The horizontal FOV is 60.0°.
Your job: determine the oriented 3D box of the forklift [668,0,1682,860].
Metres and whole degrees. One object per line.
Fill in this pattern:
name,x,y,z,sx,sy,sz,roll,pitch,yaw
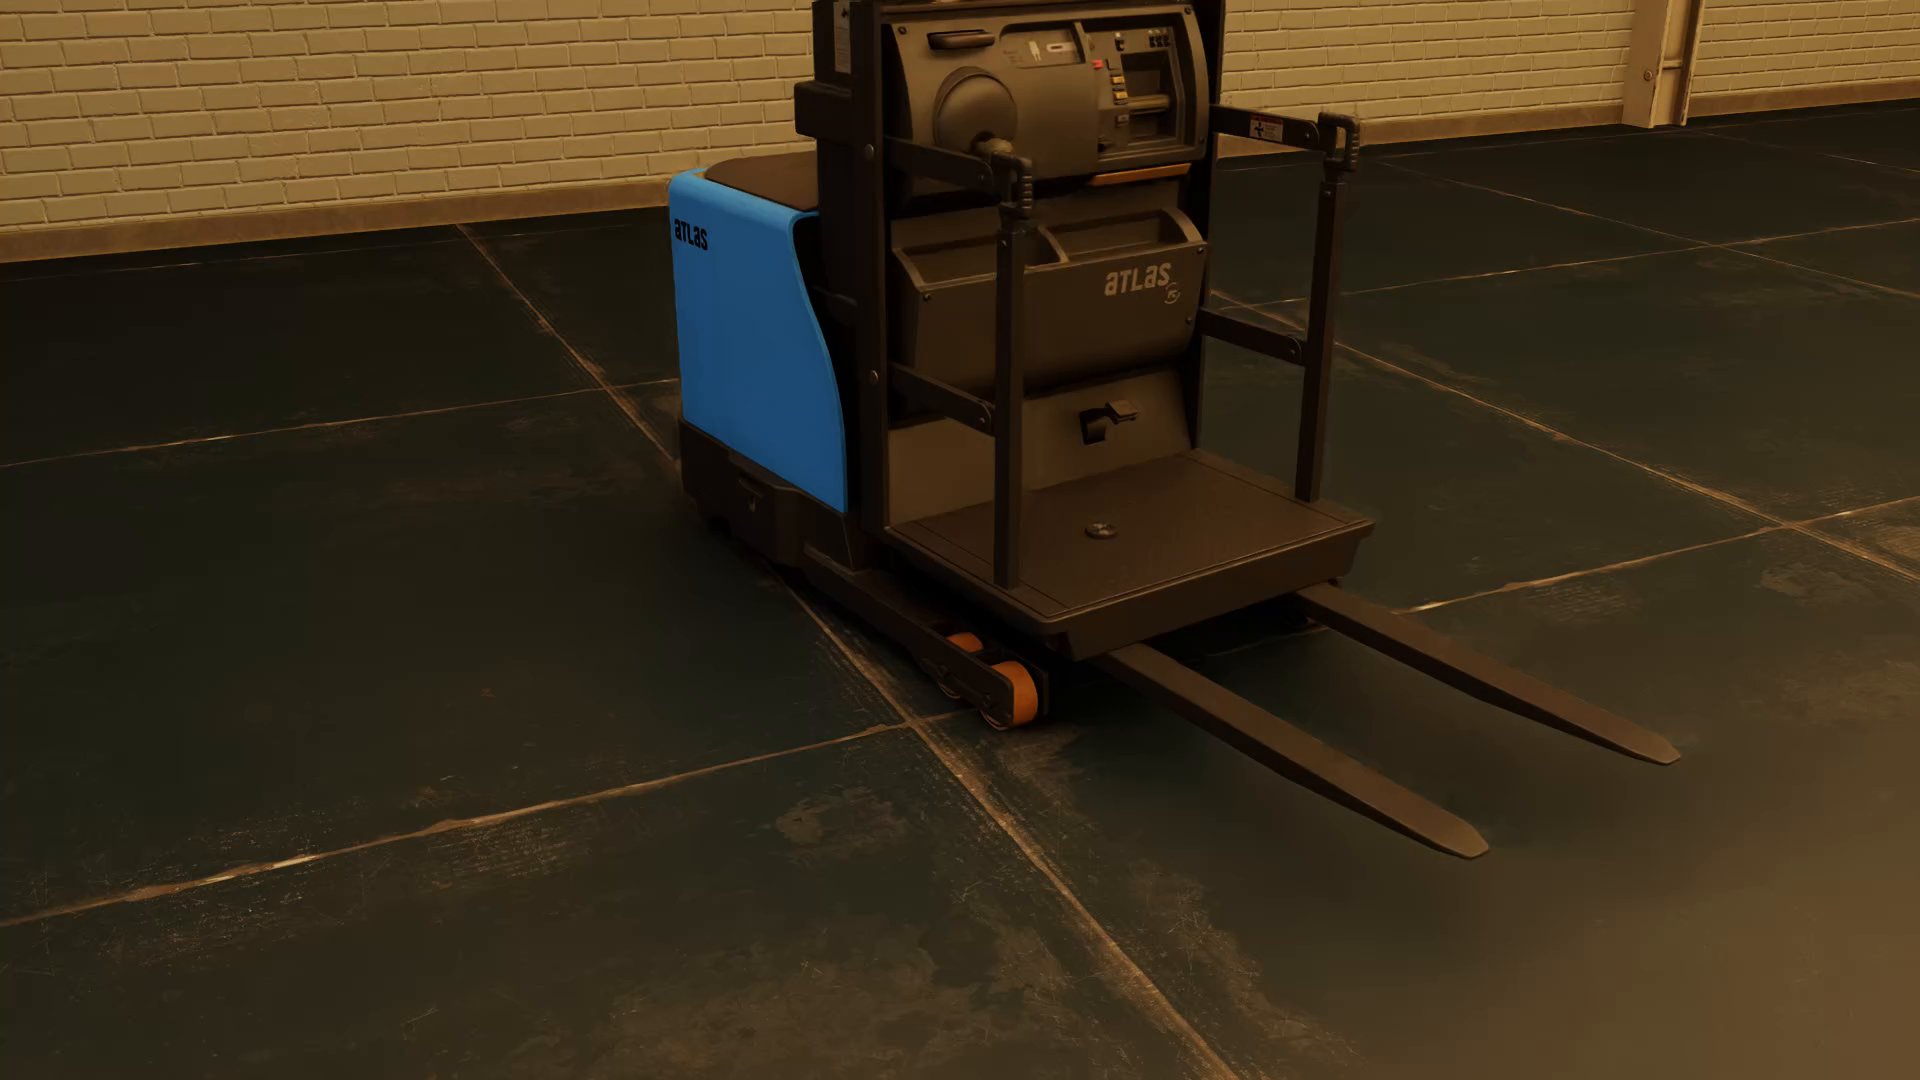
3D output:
forklift,0.365,-1.105,3.946,1.130,2.935,3.031,-15,27,-32
